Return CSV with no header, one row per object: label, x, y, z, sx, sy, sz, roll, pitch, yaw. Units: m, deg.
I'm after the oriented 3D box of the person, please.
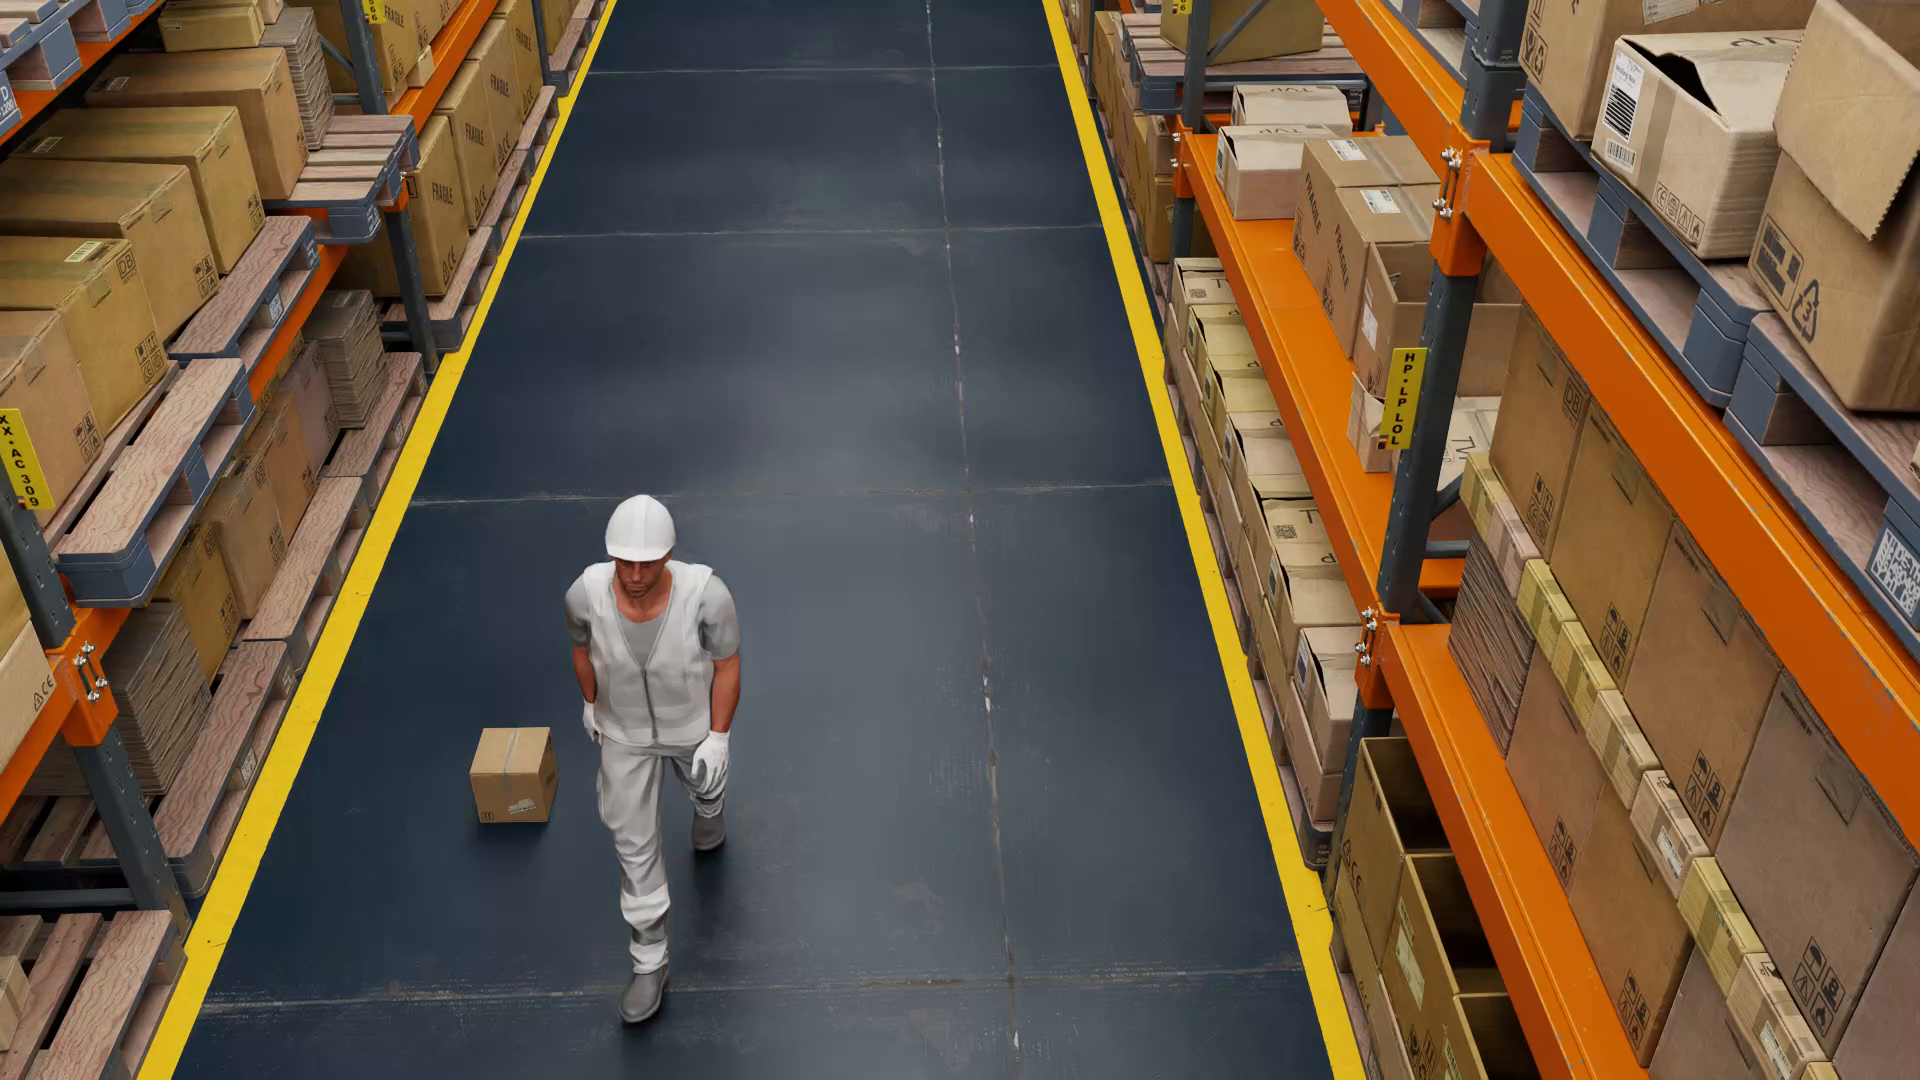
person,-0.944,0.584,5.286,0.543,1.749,1.043,-3,35,-5
